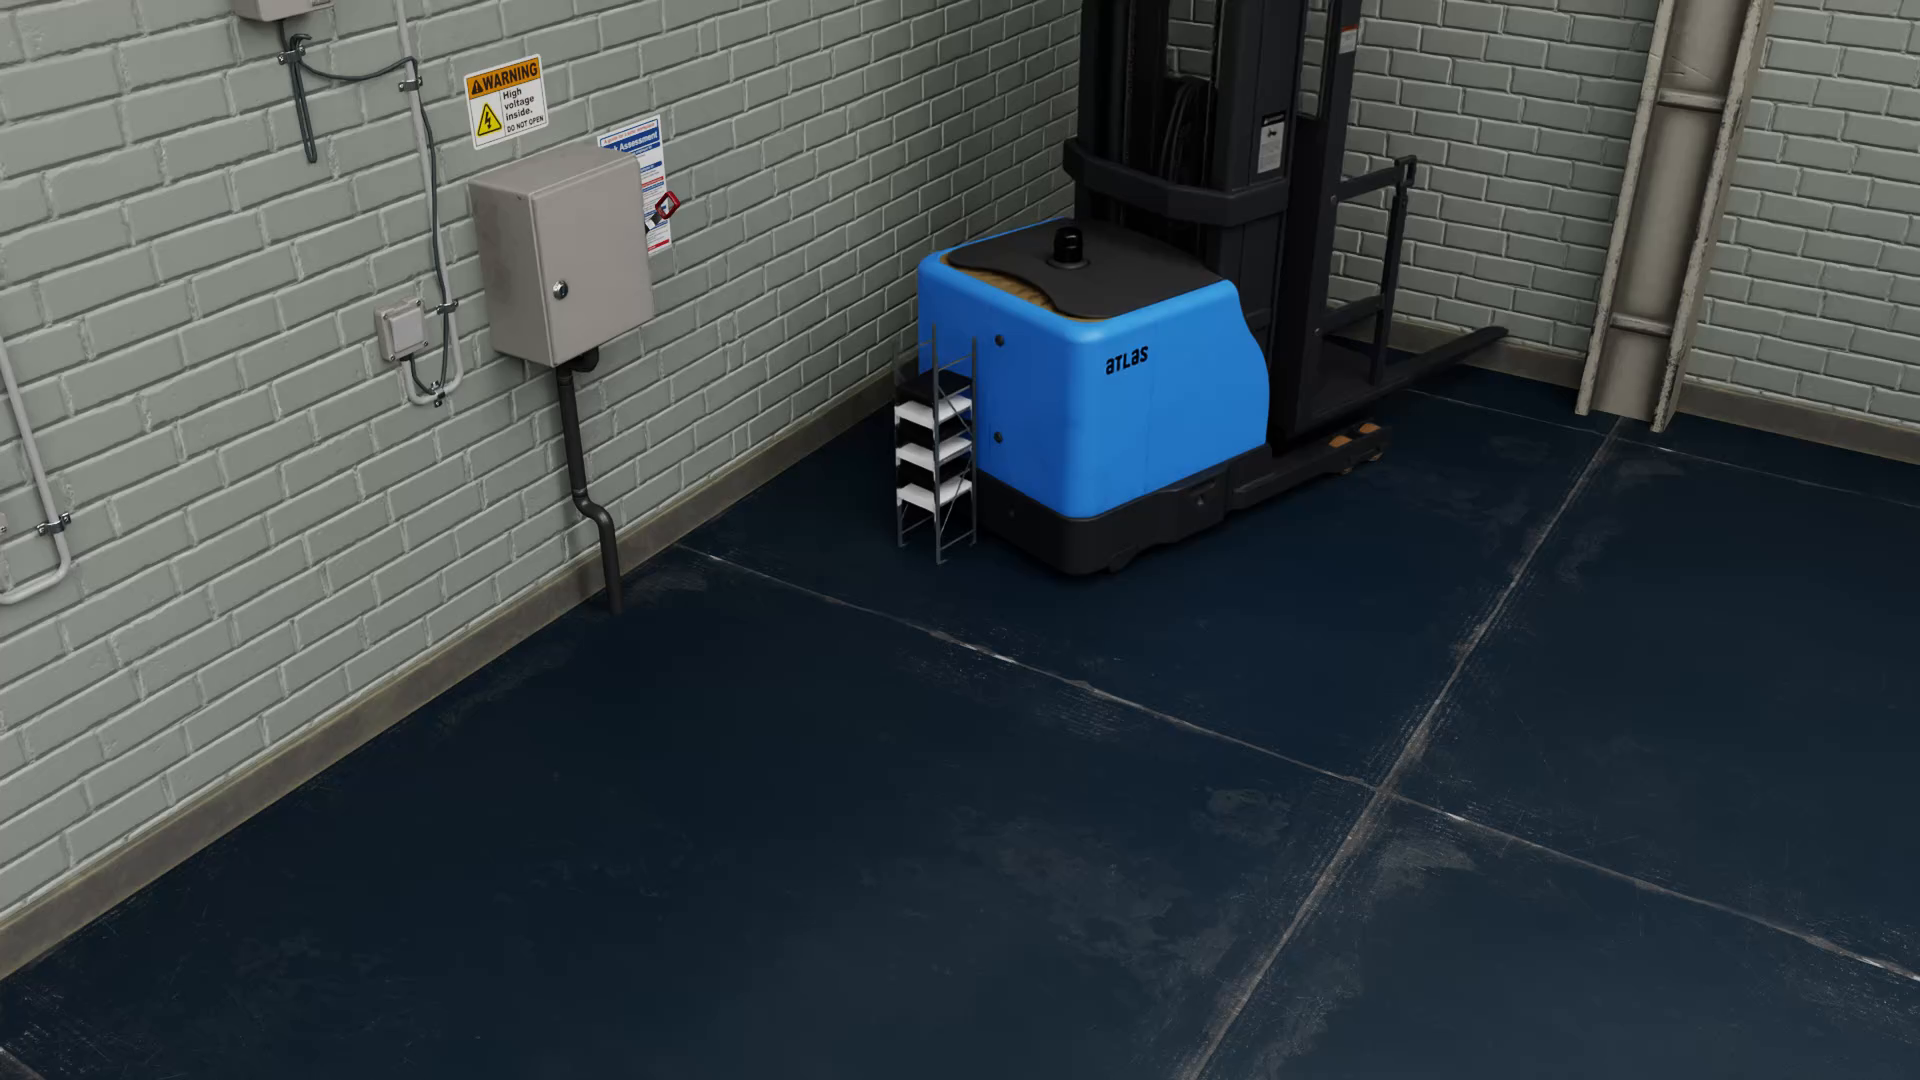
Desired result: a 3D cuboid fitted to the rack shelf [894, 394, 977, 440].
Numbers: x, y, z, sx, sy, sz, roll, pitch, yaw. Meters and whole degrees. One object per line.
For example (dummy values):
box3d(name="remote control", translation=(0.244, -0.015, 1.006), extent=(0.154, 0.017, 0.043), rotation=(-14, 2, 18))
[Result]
box3d(name="rack shelf", translation=(-0.094, -0.493, 6.409), extent=(0.200, 0.077, 0.258), rotation=(24, 38, 34))

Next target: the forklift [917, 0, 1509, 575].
box3d(name="forklift", translation=(1.277, -1.736, 6.817), extent=(3.031, 2.935, 1.130), rotation=(-22, 37, -33))

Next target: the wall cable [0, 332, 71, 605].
box3d(name="wall cable", translation=(-2.503, -0.629, 3.811), extent=(0.123, 1.953, 0.585), rotation=(18, 35, 27))

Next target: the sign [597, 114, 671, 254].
box3d(name="sign", translation=(-1.175, -1.259, 6.026), extent=(0.001, 0.494, 0.329), rotation=(18, 35, 27))

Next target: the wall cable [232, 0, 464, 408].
box3d(name="wall cable", translation=(-1.759, -1.223, 4.862), extent=(0.122, 1.984, 0.588), rotation=(18, 35, 27))

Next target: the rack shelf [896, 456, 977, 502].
box3d(name="rack shelf", translation=(-0.093, -0.260, 6.546), extent=(0.200, 0.077, 0.258), rotation=(24, 38, 34))

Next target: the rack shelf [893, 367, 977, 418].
box3d(name="rack shelf", translation=(-0.094, -0.570, 6.363), extent=(0.200, 0.077, 0.258), rotation=(24, 38, 34))

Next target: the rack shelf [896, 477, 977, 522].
box3d(name="rack shelf", translation=(-0.092, -0.183, 6.592), extent=(0.200, 0.077, 0.258), rotation=(24, 38, 34))

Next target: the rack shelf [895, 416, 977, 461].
box3d(name="rack shelf", translation=(-0.093, -0.415, 6.455), extent=(0.200, 0.077, 0.258), rotation=(24, 38, 34))

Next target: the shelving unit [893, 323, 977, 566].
box3d(name="shelving unit", translation=(-0.093, -0.367, 6.484), extent=(0.210, 0.900, 0.258), rotation=(24, 38, 34))

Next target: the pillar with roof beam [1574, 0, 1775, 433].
box3d(name="pillar with roof beam", translation=(0.828, -2.656, 2.373), extent=(0.400, 9.000, 9.100), rotation=(18, 35, 27))

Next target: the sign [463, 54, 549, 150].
box3d(name="sign", translation=(-1.467, -1.422, 5.392), extent=(0.001, 0.242, 0.339), rotation=(18, 35, 27))

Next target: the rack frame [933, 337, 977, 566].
box3d(name="rack frame", translation=(-0.016, -0.333, 6.426), extent=(0.006, 0.900, 0.240), rotation=(24, 38, 34))

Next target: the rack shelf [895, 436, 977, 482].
box3d(name="rack shelf", translation=(-0.093, -0.338, 6.501), extent=(0.200, 0.077, 0.258), rotation=(24, 38, 34))

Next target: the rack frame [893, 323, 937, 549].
box3d(name="rack frame", translation=(-0.170, -0.400, 6.541), extent=(0.006, 0.900, 0.240), rotation=(24, 38, 34))

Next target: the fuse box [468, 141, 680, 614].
box3d(name="fuse box", translation=(-1.262, -0.477, 5.870), extent=(0.414, 1.711, 0.539), rotation=(18, 35, 27))
